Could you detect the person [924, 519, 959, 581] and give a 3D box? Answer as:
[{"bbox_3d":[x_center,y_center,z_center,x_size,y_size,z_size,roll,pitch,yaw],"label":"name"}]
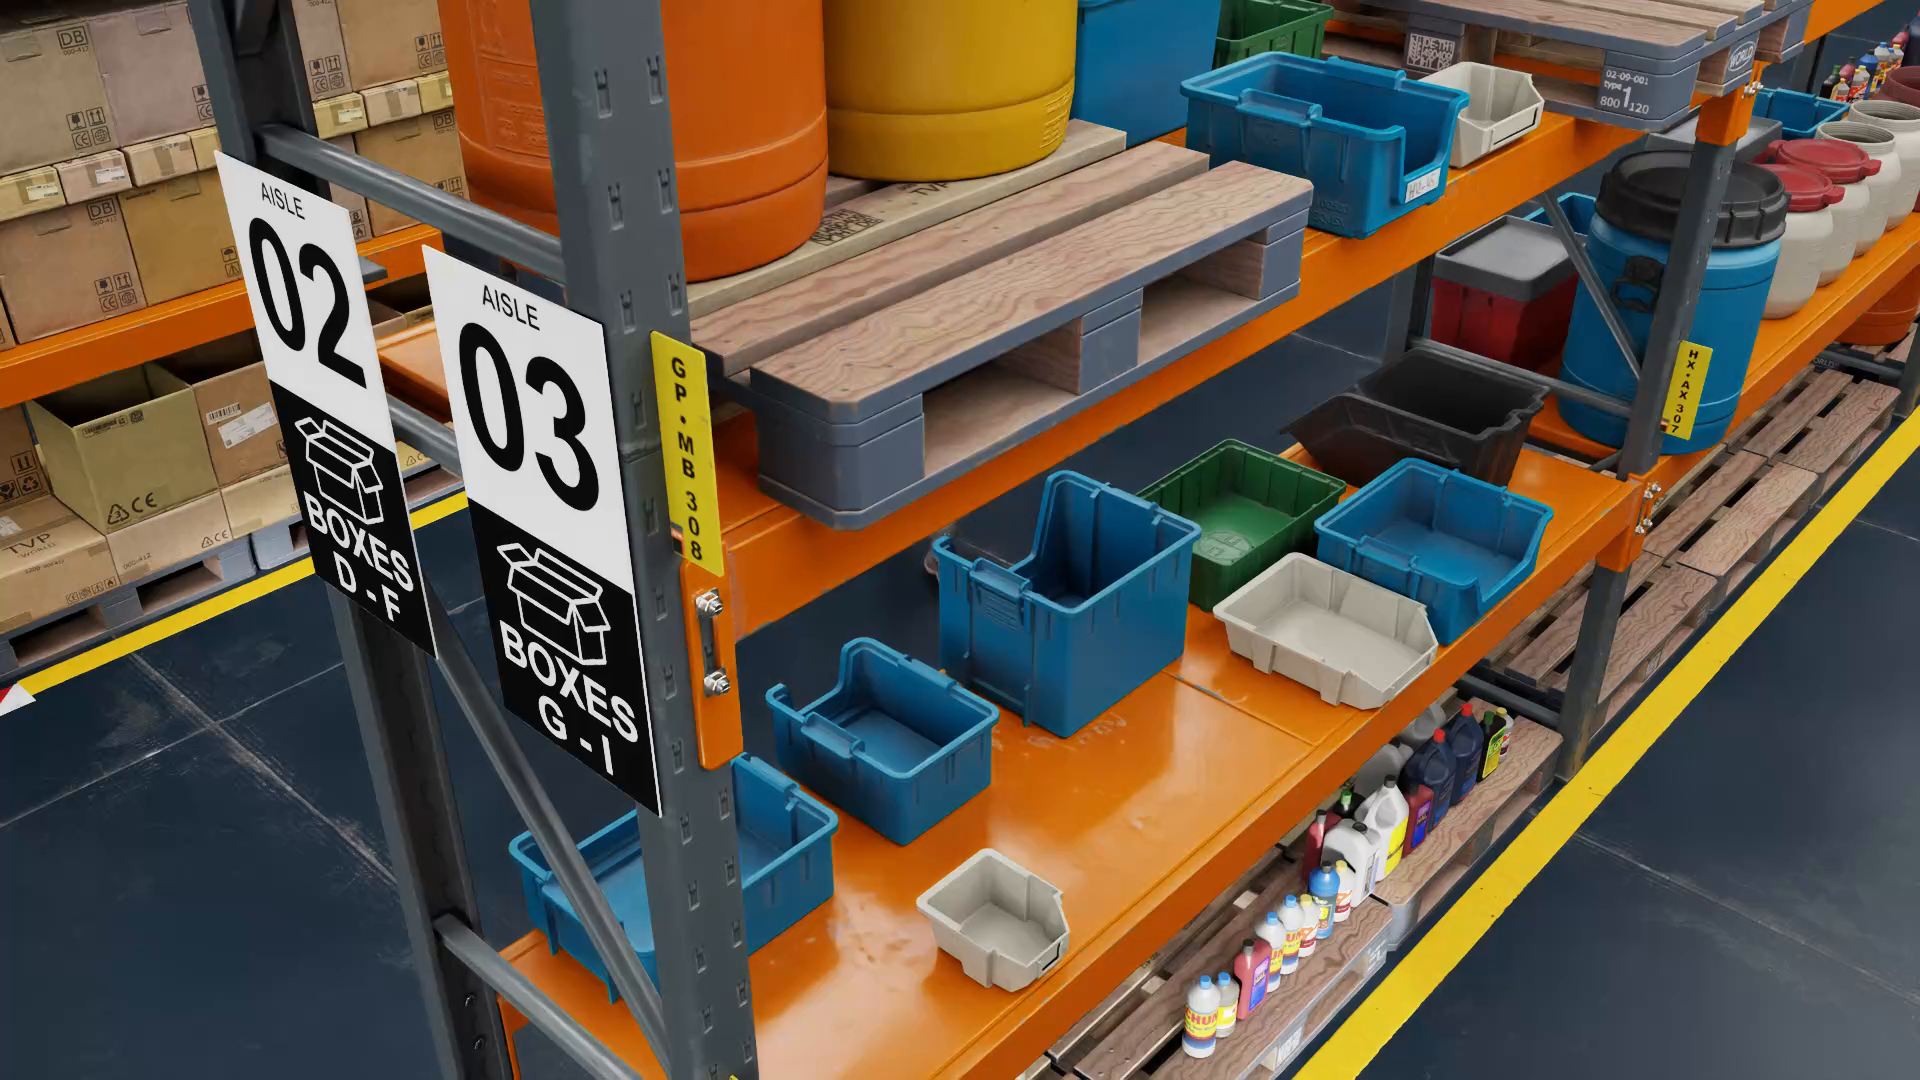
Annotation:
[{"bbox_3d":[-0.225,-0.698,7.302,0.433,1.591,1.039,-8,32,-13],"label":"person"}]
